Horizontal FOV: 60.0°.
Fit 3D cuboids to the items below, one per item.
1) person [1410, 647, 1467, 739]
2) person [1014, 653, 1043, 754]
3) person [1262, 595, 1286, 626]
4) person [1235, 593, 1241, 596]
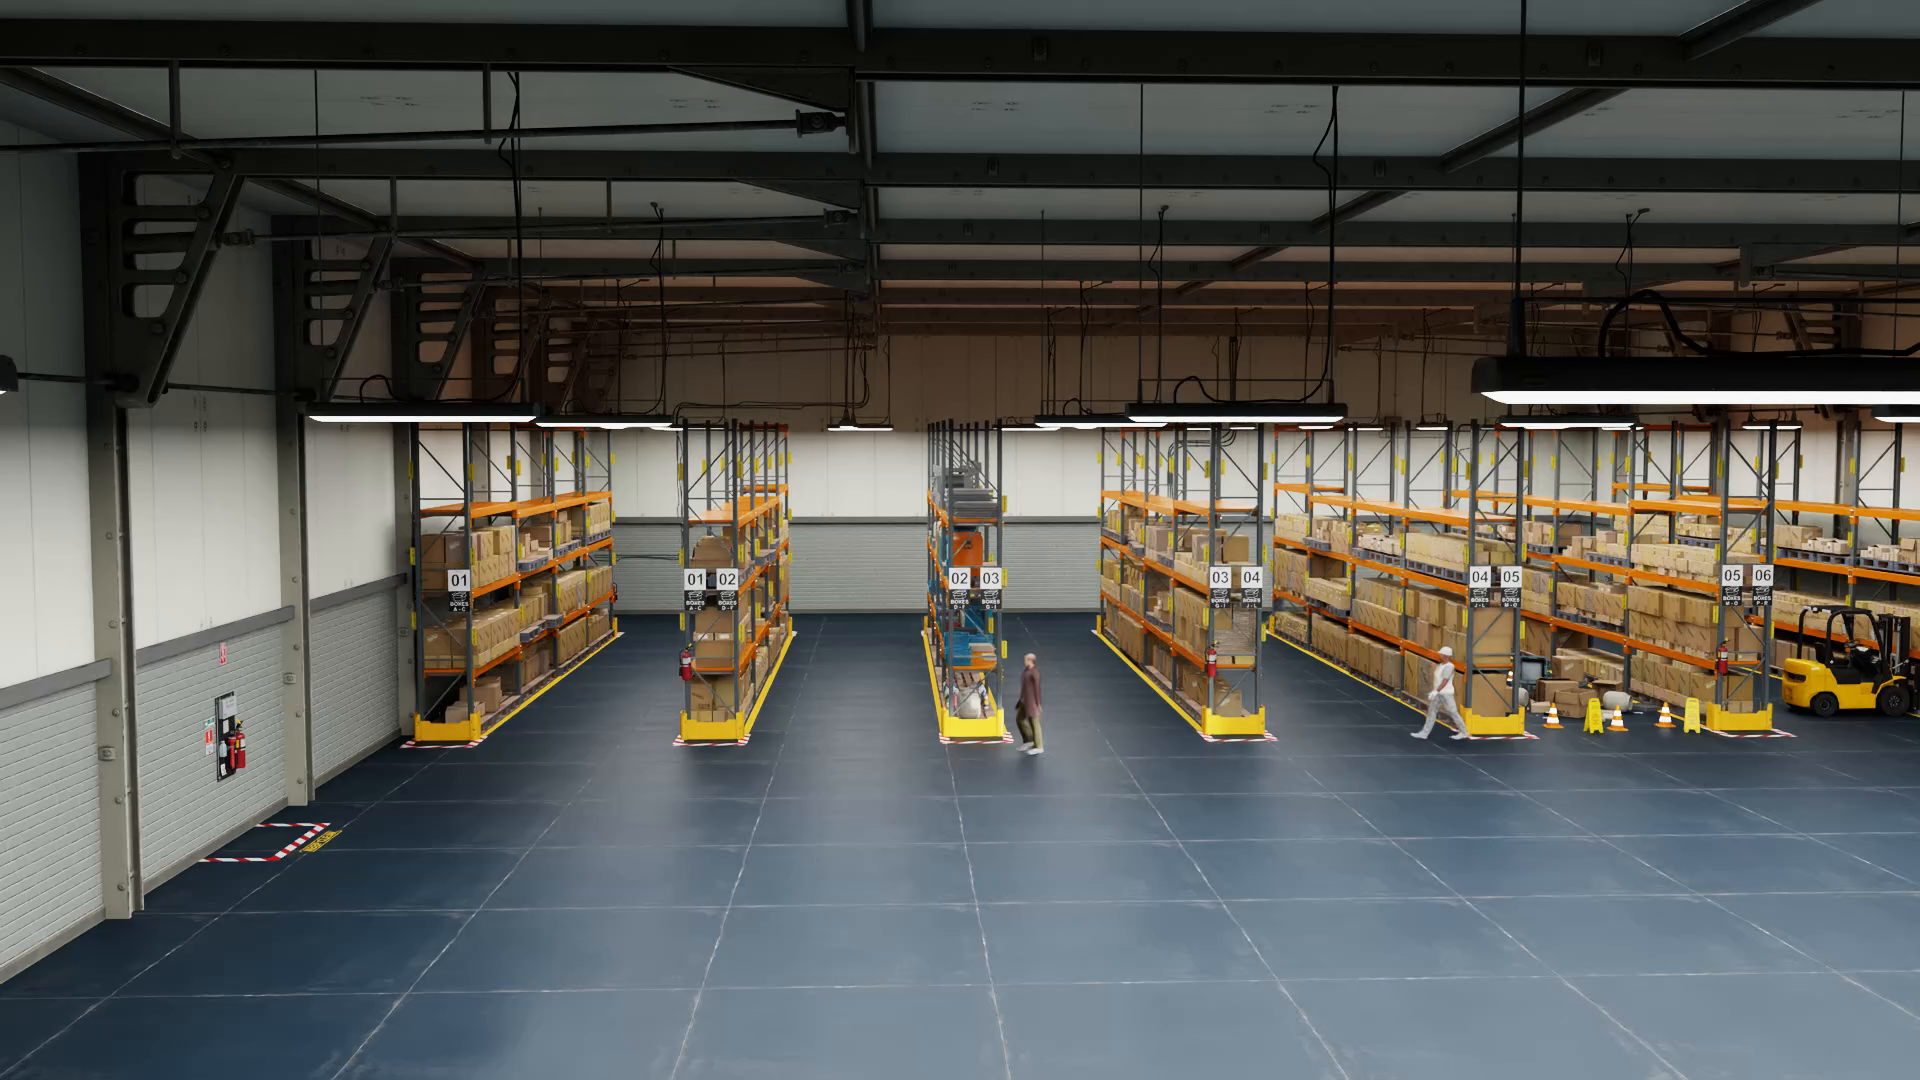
[{"bbox_3d":[8.951,2.861,30.998,1.003,1.734,0.587,0,4,-7],"label":"person"},{"bbox_3d":[1.224,2.915,29.756,0.445,1.794,0.673,-1,4,-22],"label":"person"},{"bbox_3d":[9.361,1.706,49.064,1.018,1.712,0.723,1,4,18],"label":"person"},{"bbox_3d":[8.083,1.818,48.463,0.377,1.719,0.556,2,4,30],"label":"person"}]
